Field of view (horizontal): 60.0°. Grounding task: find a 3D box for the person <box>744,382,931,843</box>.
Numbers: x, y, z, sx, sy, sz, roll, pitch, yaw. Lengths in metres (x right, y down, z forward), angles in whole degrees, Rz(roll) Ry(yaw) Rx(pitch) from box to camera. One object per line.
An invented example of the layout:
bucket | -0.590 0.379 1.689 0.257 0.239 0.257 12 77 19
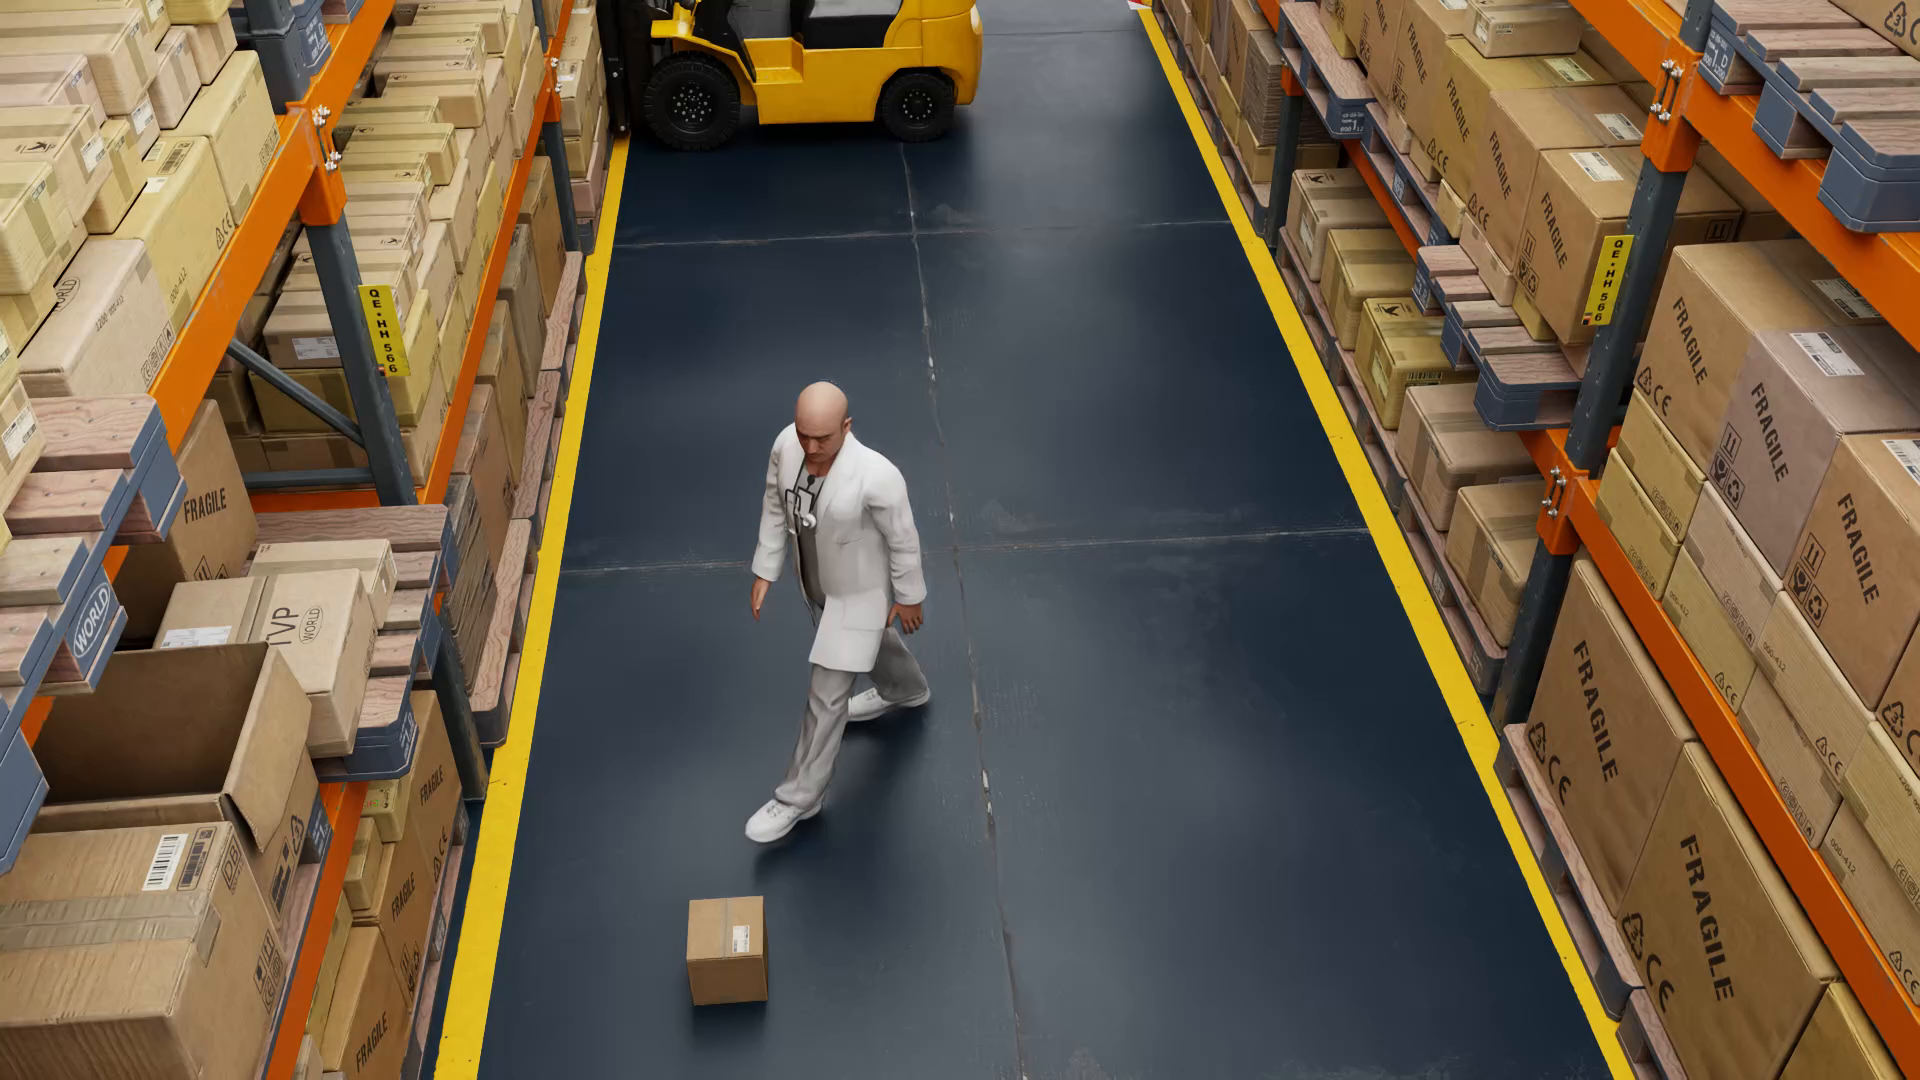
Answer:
person | -0.501 0.184 5.918 1.050 1.729 0.576 -29 47 -31
